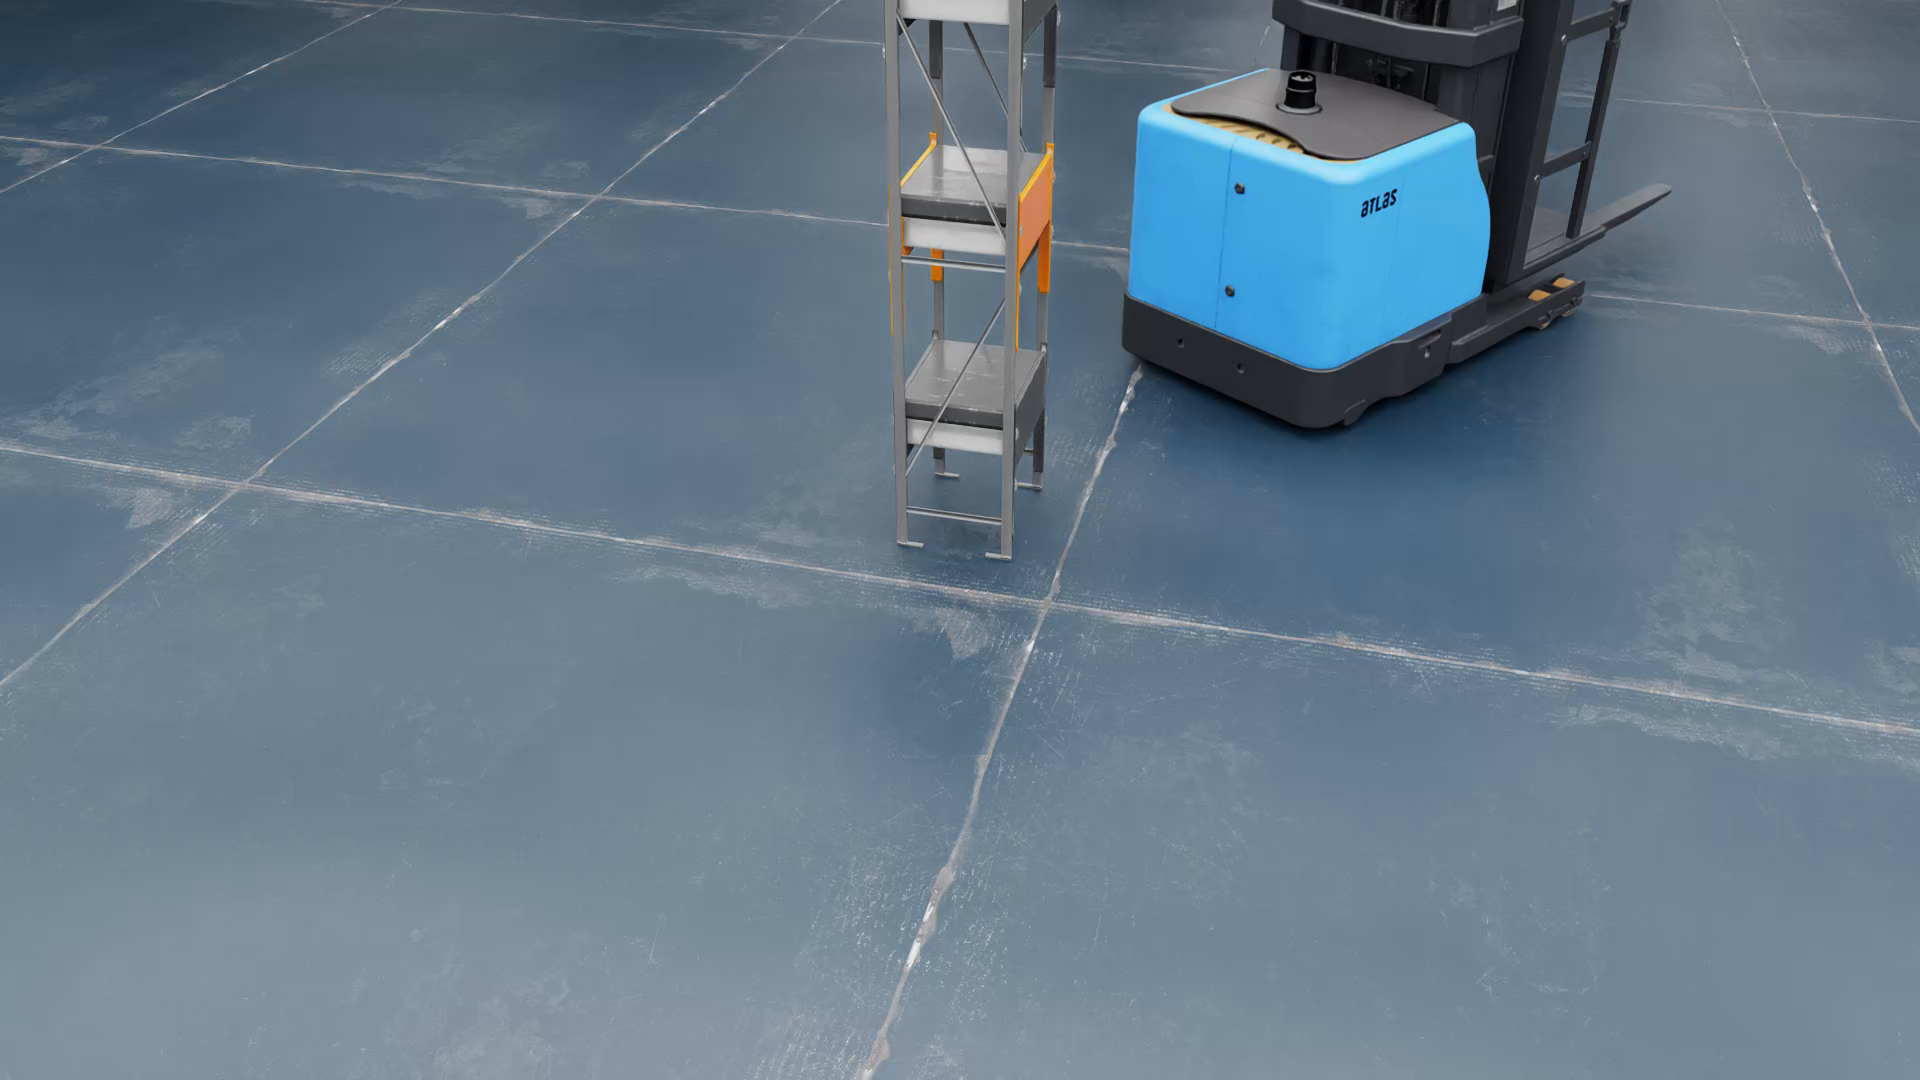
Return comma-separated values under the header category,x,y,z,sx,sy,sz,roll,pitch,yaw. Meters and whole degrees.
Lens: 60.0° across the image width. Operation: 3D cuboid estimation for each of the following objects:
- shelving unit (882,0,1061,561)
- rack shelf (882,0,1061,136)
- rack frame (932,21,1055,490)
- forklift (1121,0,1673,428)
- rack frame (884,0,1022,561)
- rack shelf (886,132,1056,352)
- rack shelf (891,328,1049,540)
category,x,y,z,sx,sy,sz,roll,pitch,yaw
shelving unit,0.042,-0.972,5.322,0.431,2.100,0.503,8,33,12
rack shelf,0.042,-1.551,4.954,0.431,0.518,0.480,8,33,12
rack frame,0.104,-1.099,5.521,0.400,2.100,0.015,8,33,12
forklift,2.094,-2.330,6.684,3.031,2.935,1.130,-26,41,-35
rack frame,-0.020,-0.845,5.123,0.400,2.100,0.015,8,33,12
rack shelf,0.042,-0.960,5.329,0.431,0.518,0.480,8,33,12
rack shelf,0.042,-0.370,5.705,0.431,0.518,0.480,8,33,12
